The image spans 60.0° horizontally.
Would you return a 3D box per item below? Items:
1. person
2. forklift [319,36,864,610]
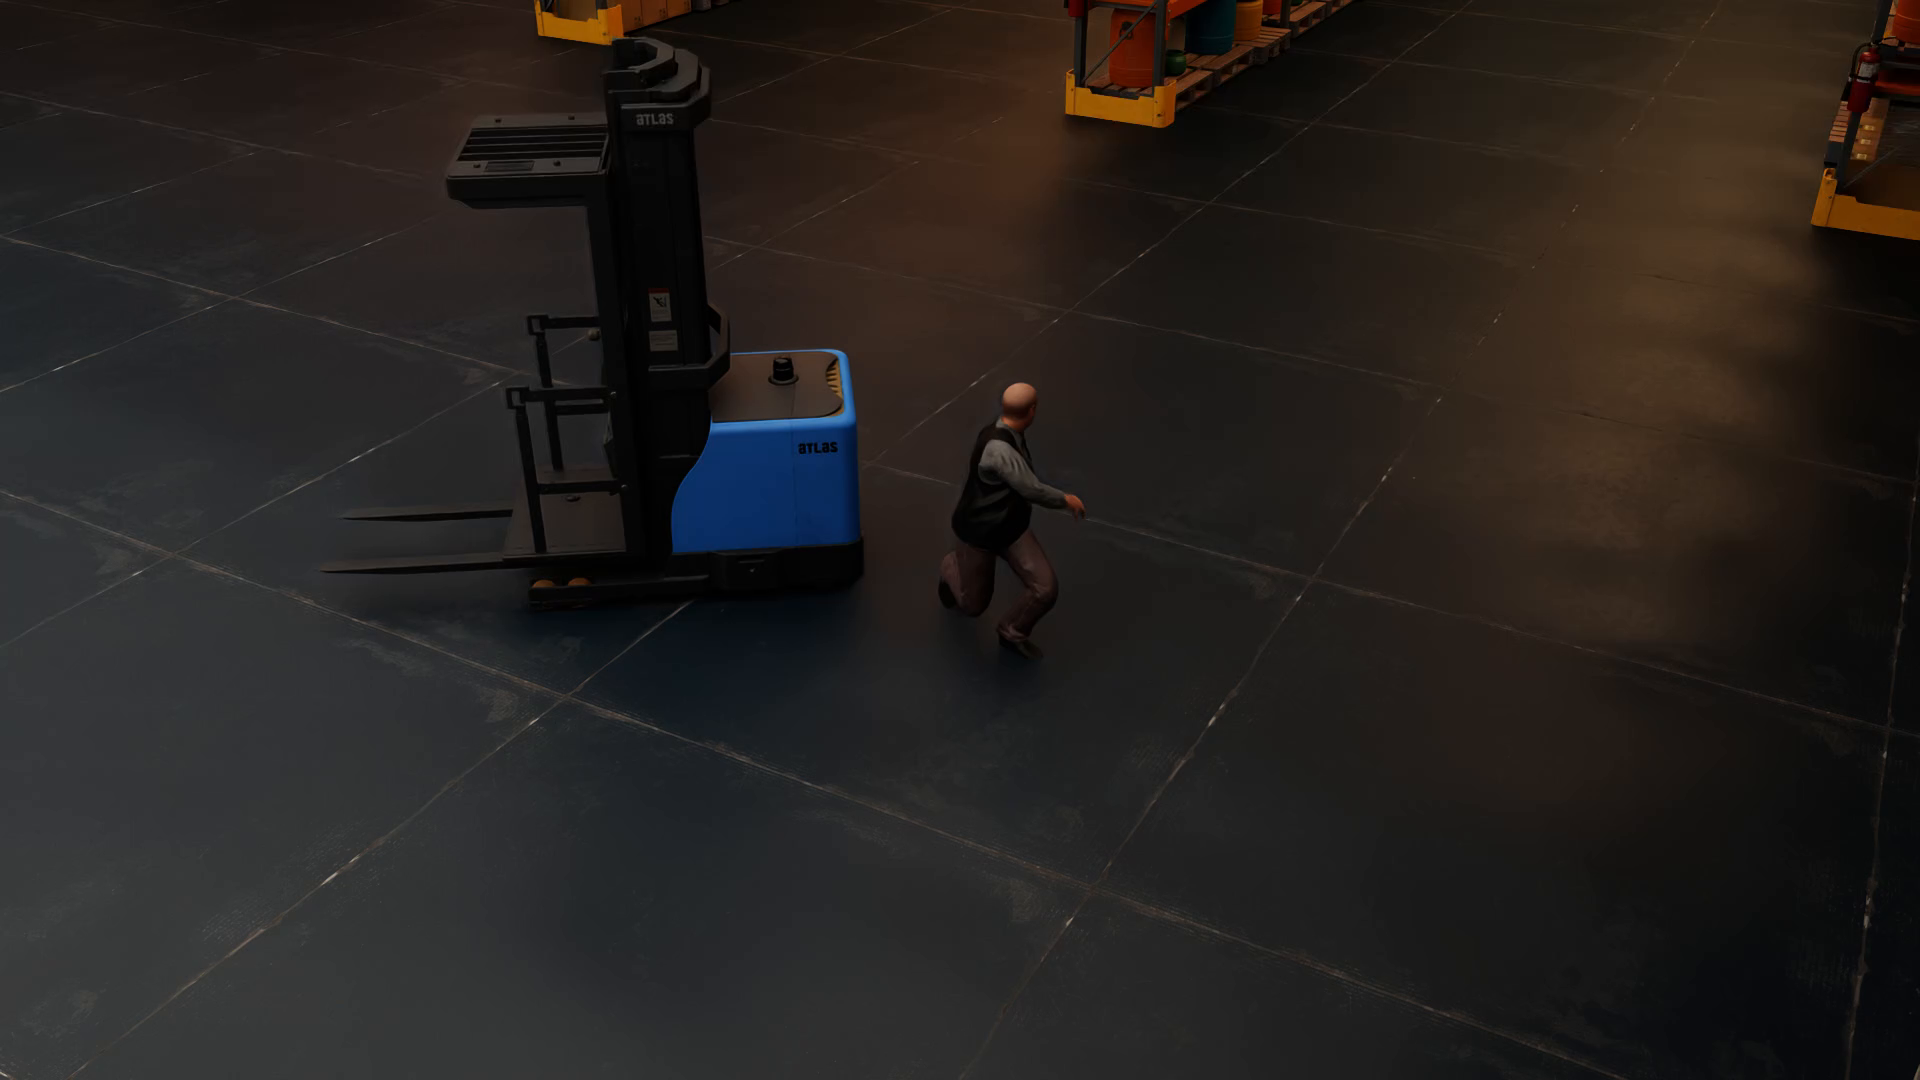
[{"bbox_3d":[0.212,-0.137,8.809,0.884,1.498,0.639,24,38,35],"label":"person"},{"bbox_3d":[-2.103,-1.157,9.075,3.031,2.935,1.130,-3,30,-6],"label":"forklift"}]
